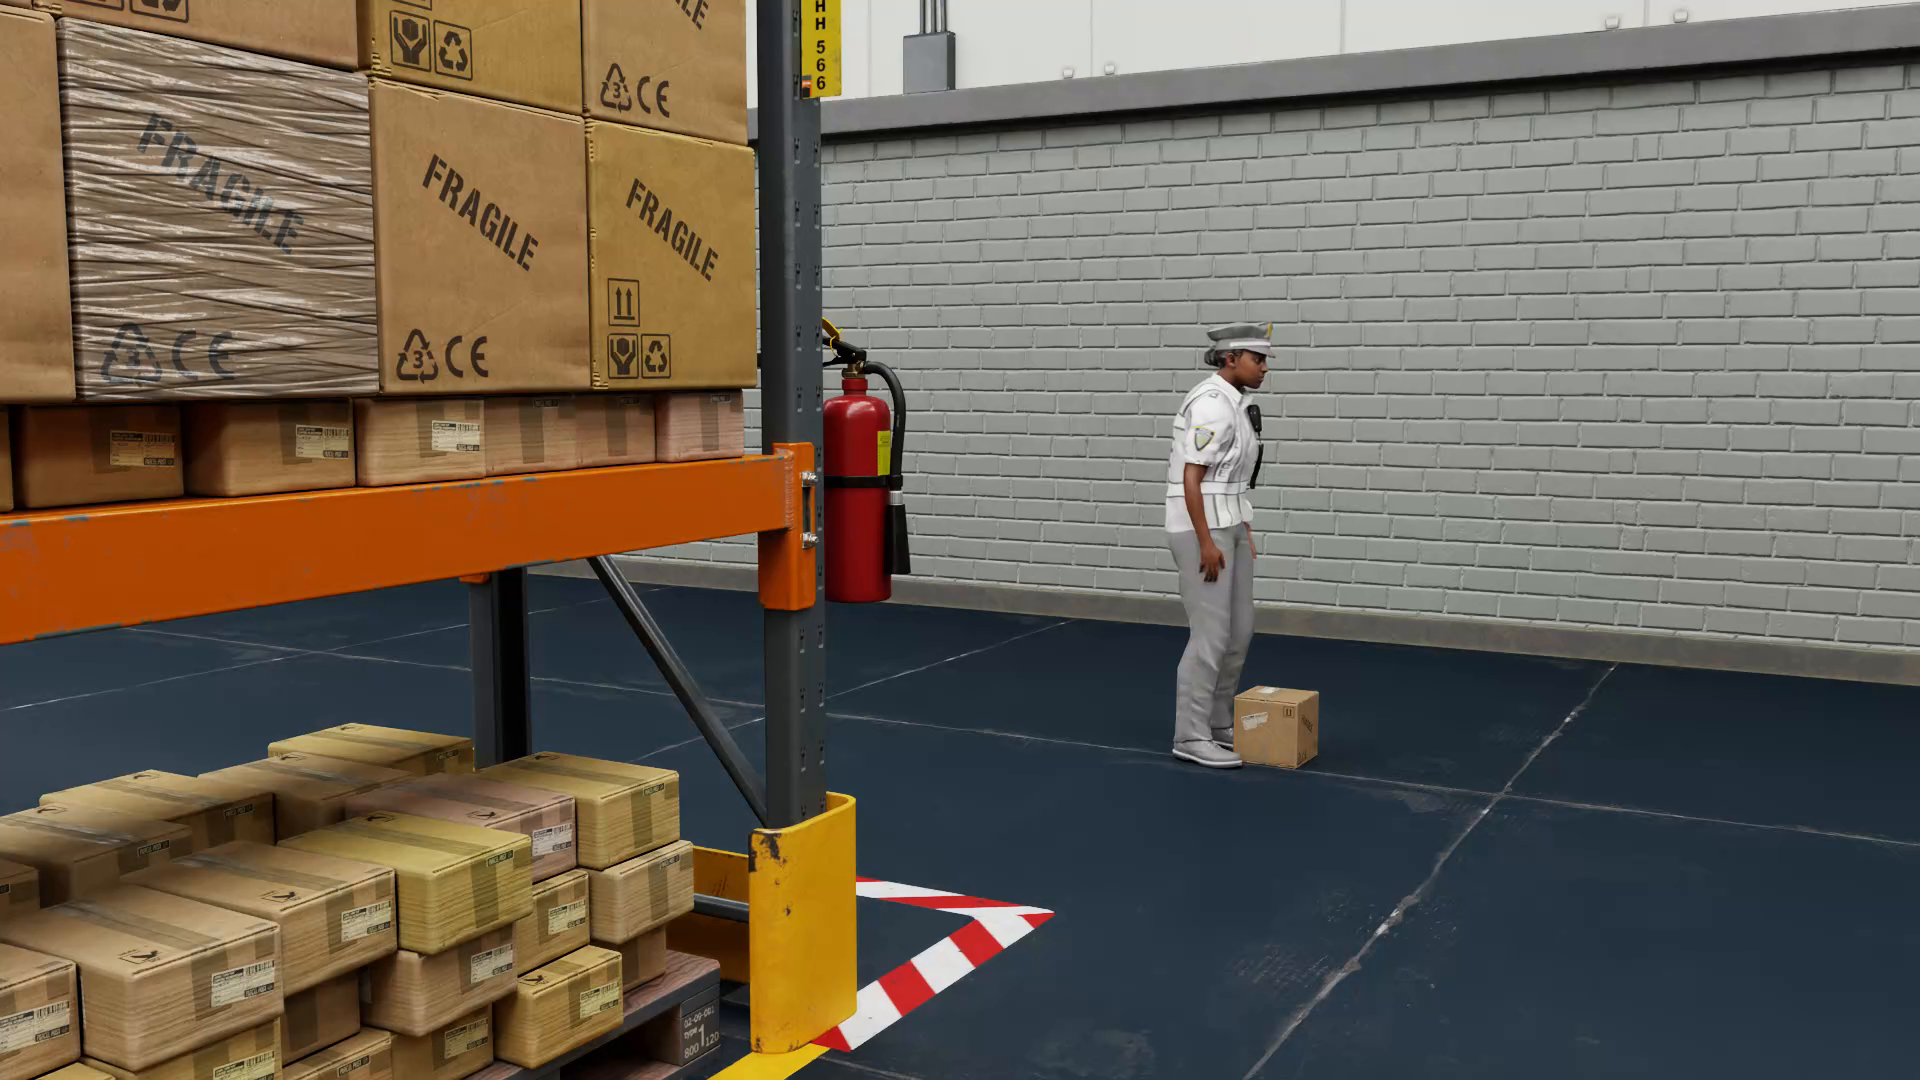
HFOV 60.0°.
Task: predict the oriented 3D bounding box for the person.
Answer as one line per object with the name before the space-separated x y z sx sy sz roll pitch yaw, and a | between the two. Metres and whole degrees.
person | 0.995 0.000 6.367 0.393 1.660 0.506 3 7 29
